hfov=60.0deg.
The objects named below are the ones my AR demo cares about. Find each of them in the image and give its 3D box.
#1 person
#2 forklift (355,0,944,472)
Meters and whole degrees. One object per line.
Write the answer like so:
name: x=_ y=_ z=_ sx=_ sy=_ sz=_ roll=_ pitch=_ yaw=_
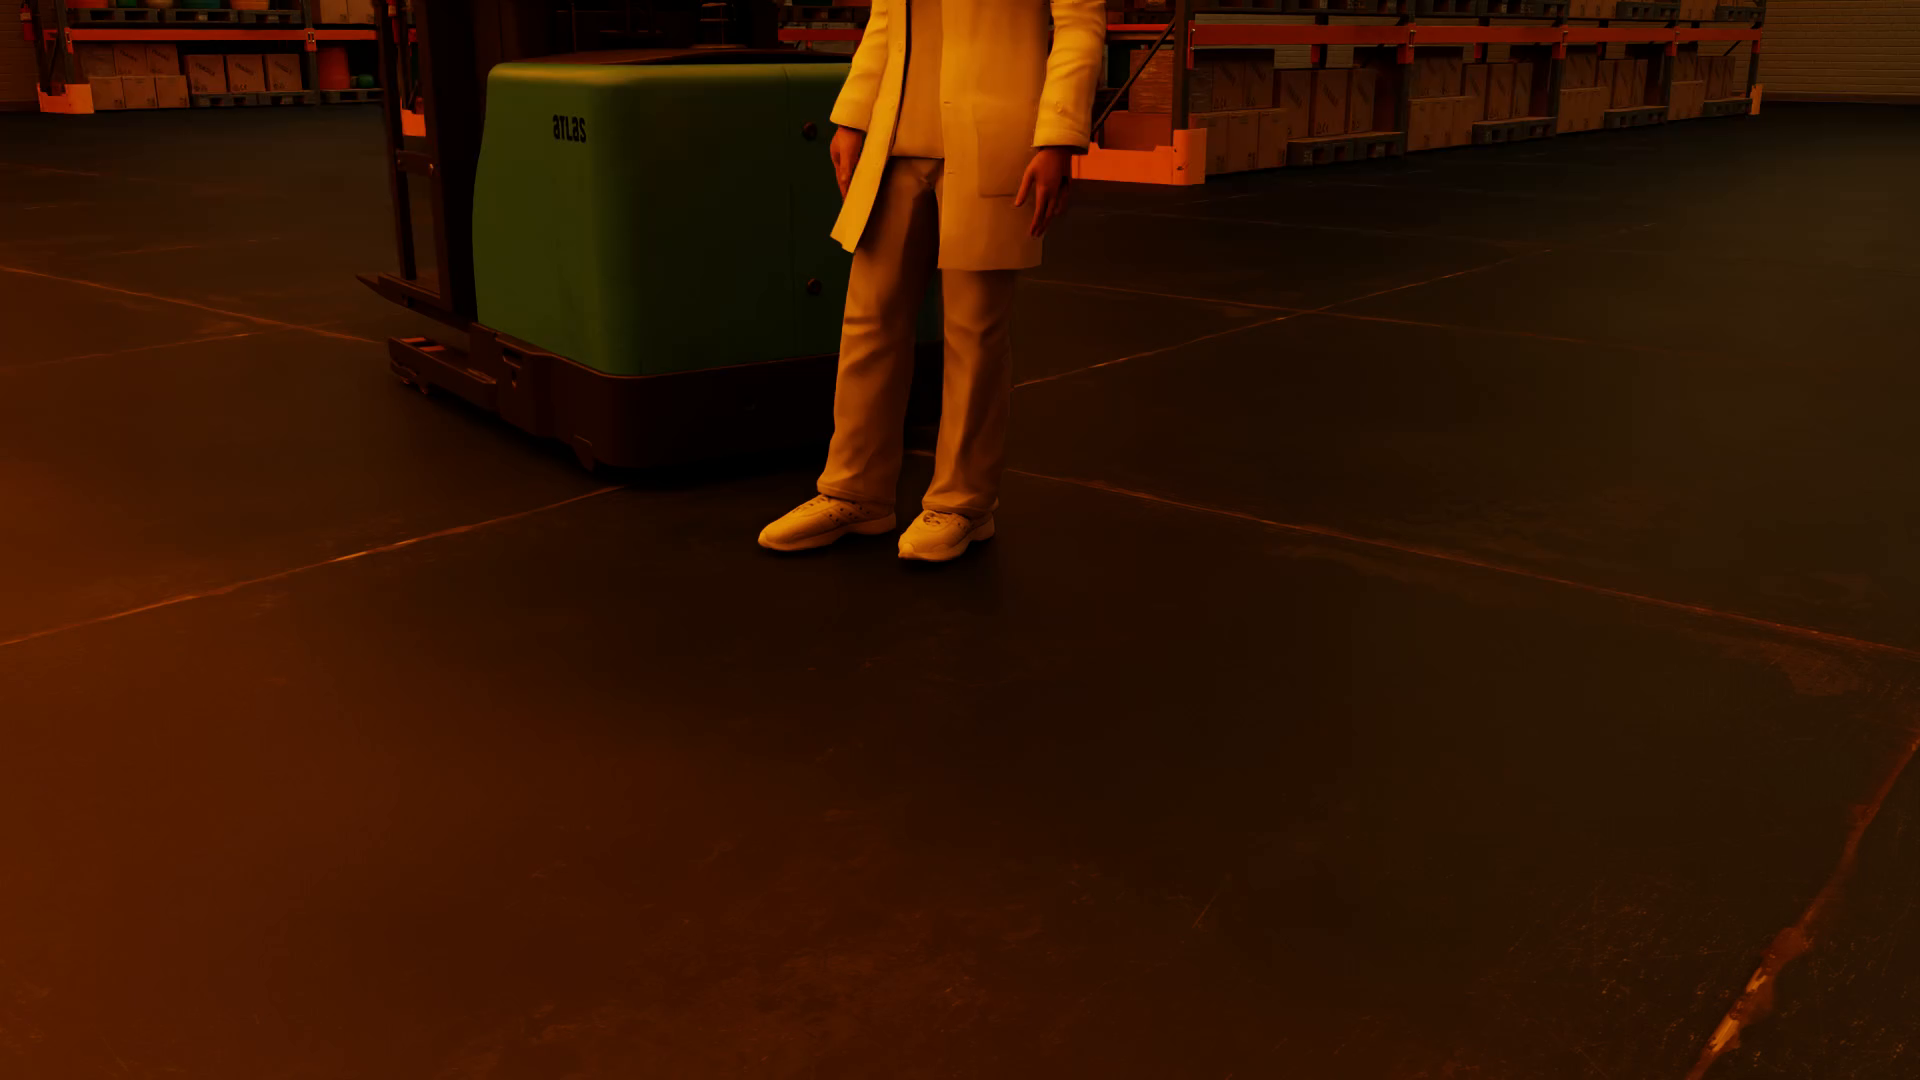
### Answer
person: x=-0.054 y=-0.822 z=3.587 sx=0.718 sy=1.778 sz=0.548 roll=13 pitch=21 yaw=36
forklift: x=-1.297 y=-1.955 z=5.336 sx=1.130 sy=2.935 sz=3.031 roll=-11 pitch=20 yaw=-33
